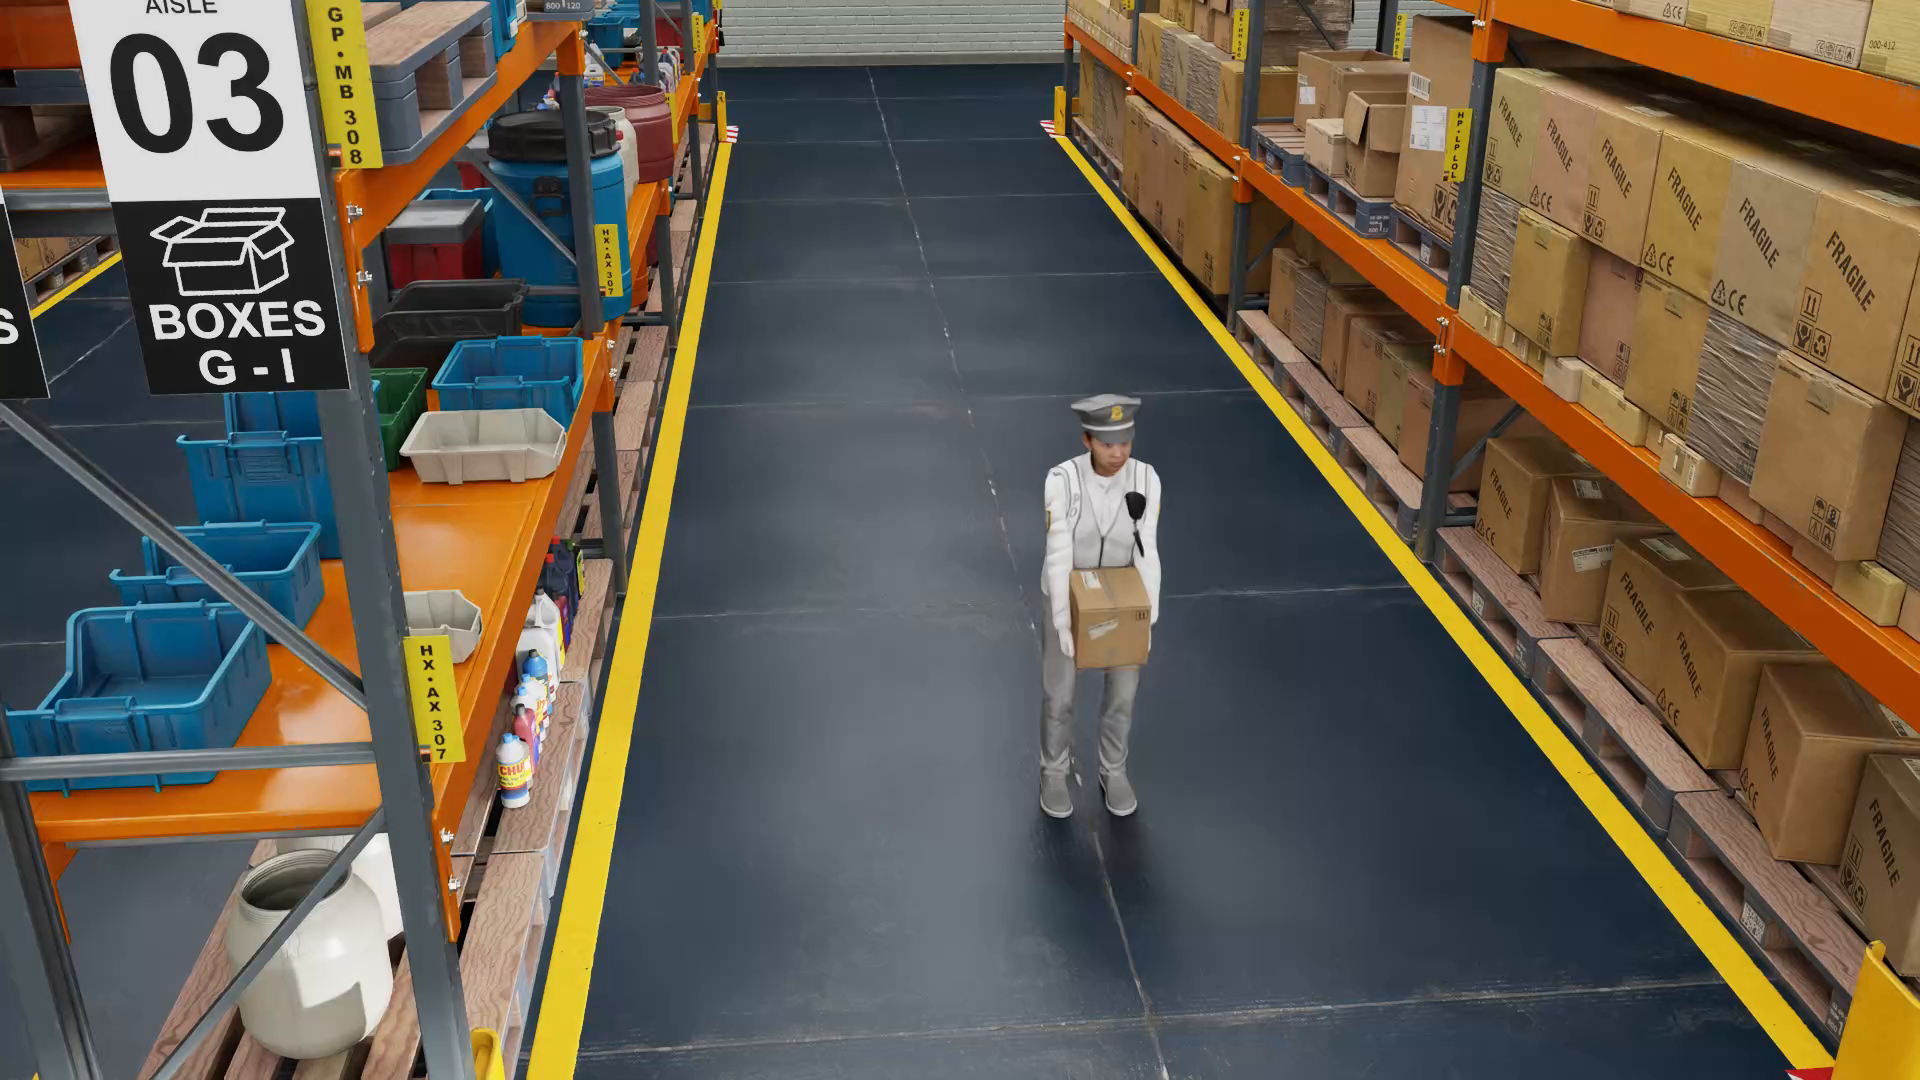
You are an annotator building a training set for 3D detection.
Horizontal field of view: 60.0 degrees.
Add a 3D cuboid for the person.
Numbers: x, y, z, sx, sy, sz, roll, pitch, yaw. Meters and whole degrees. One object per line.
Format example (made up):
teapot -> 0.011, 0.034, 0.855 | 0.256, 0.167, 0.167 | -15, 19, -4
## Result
person -> 0.507, 0.264, 6.013 | 0.416, 1.665, 0.540 | -3, 24, -6
